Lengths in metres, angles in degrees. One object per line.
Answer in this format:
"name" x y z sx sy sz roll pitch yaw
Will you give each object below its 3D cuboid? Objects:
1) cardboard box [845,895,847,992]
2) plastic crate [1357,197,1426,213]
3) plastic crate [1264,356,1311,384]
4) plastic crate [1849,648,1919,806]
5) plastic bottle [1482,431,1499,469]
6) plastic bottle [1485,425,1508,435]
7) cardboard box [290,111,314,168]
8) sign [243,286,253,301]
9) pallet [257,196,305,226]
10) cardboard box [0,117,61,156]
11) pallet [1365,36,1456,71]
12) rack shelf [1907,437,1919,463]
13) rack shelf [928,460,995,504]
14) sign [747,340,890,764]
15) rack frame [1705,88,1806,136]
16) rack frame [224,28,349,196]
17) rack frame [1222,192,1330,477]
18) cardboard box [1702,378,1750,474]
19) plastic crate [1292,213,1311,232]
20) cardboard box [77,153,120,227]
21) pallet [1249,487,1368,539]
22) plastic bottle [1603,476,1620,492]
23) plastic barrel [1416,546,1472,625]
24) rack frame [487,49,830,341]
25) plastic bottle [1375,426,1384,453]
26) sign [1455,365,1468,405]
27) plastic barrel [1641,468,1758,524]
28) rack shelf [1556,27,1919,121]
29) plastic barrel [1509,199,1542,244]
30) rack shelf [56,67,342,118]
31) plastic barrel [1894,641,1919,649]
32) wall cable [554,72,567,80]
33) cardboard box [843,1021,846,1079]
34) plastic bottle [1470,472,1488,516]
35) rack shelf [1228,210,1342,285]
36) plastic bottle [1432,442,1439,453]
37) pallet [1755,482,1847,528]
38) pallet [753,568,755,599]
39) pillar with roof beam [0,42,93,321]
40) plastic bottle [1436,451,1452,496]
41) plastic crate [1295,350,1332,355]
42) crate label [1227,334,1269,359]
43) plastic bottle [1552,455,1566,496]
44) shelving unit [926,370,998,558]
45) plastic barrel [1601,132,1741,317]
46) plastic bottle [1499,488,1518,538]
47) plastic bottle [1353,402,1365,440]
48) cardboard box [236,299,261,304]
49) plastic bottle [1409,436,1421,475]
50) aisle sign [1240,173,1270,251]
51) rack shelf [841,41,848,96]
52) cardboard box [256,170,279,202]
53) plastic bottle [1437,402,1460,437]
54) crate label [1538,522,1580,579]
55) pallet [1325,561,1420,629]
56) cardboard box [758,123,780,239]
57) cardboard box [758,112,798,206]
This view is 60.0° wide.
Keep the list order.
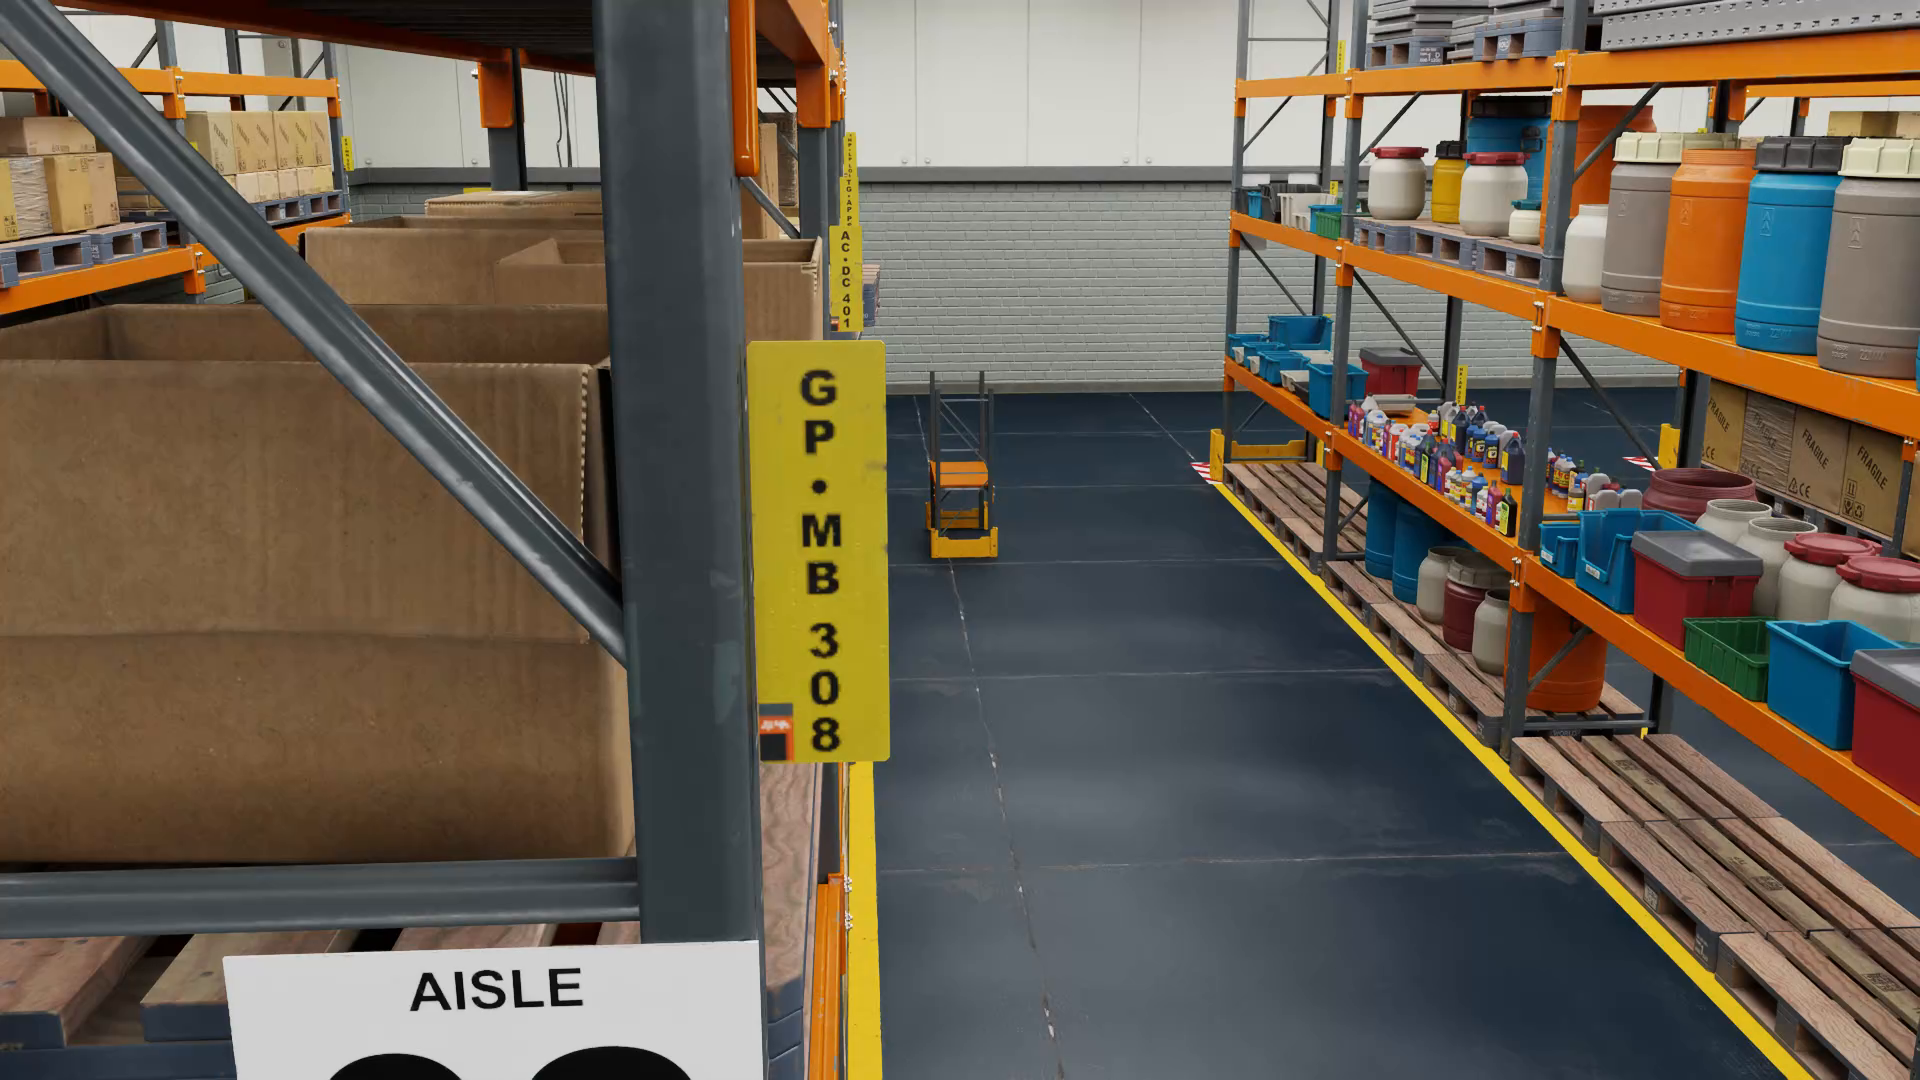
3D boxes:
"cardboard box" -0.709 1.566 6.695 0.500 0.311 0.500 -1 14 -4
"plastic crate" 3.739 -2.828 14.462 0.497 0.269 0.590 -1 14 -3
"plastic crate" 3.081 -1.599 15.661 0.416 0.233 0.300 -1 14 -3
"plastic crate" 3.702 0.718 6.312 0.402 0.464 0.583 -1 14 -3
"plastic bottle" 3.842 -0.656 12.037 0.097 0.271 0.097 0 14 0
"plastic bottle" 3.951 -0.722 12.286 0.152 0.276 0.135 -1 14 -3
"cardboard box" -6.256 -3.659 15.186 0.500 0.500 0.500 0 14 -2
"sign" -7.148 -2.417 16.730 0.100 0.325 0.005 -1 14 -3
"pallet" -6.459 -2.888 14.614 1.003 0.211 1.213 -1 14 -3
"cardboard box" -6.373 -2.692 11.083 0.500 0.250 0.500 -1 14 -5
"pallet" 3.624 -3.540 12.131 1.003 0.211 1.213 -1 14 -3
"rack shelf" 8.609 -0.356 12.056 1.077 0.370 4.000 -1 14 -3
"rack shelf" 0.005 -0.531 15.025 0.538 0.185 1.000 -1 14 -3
"sign" -0.104 0.013 1.245 0.100 0.325 0.005 -1 14 -3
"rack frame" 8.238 -5.102 17.019 1.000 3.000 0.127 -1 14 -3
"rack frame" -6.594 -4.872 16.127 1.000 3.000 0.127 -1 14 -3
"rack frame" 3.294 -2.120 17.469 1.000 3.000 0.127 -1 14 -3
"cardboard box" 8.357 -1.213 17.365 0.875 0.875 0.875 -1 14 -3
"plastic crate" 3.083 -2.760 14.468 0.293 0.136 0.466 -1 14 -3
"cardboard box" -6.401 -2.466 11.710 0.700 0.500 0.500 -2 15 -6
"pallet" 3.379 -0.261 15.841 1.003 0.211 1.213 -1 14 -3
"plastic bottle" 4.111 -0.269 10.509 0.061 0.283 0.133 -1 14 -3
"plastic barrel" 3.548 0.330 12.098 0.421 0.512 0.421 0 14 0
"rack frame" -0.906 -1.965 4.829 1.000 3.000 0.127 -1 14 -3
"plastic bottle" 3.199 -0.763 12.596 0.097 0.201 0.097 0 14 0
"sign" 4.091 -1.267 13.600 0.100 0.325 0.005 -1 14 -3
"plastic barrel" 4.121 -0.085 9.289 0.600 0.536 0.708 -1 14 -3
"rack shelf" 3.914 -1.996 7.195 1.077 0.370 4.000 -1 14 -3
"plastic barrel" 3.577 -1.984 10.355 0.301 0.262 0.301 0 14 0
"rack shelf" -6.470 -3.833 14.334 1.077 0.370 4.000 -1 14 -3
"plastic barrel" 4.109 0.600 7.176 0.301 0.262 0.301 0 14 0
"wall cable" -3.887 -7.268 21.536 3.097 2.526 0.112 -1 14 -3
"cardboard box" -0.684 1.964 6.271 0.500 0.250 0.500 -1 14 -5
"plastic bottle" 3.324 -0.297 10.642 0.097 0.271 0.097 0 14 0
"rack shelf" 3.418 -2.727 15.252 1.077 0.370 4.000 -1 14 -3
"plastic bottle" 3.309 -0.532 11.532 0.061 0.283 0.133 -1 14 -3
"pallet" 8.438 -0.345 16.169 1.003 0.211 1.213 -1 14 -3
"pallet" -0.755 0.045 3.214 1.003 0.211 1.213 -1 14 -3
"pillar with roof beam" -2.956 -4.105 13.144 9.100 9.000 0.400 -1 14 -3
"plastic bottle" 3.268 -0.452 11.221 0.061 0.283 0.133 -1 14 -3
"plastic crate" 3.526 -1.821 16.717 0.396 0.136 0.243 -1 14 -3
"crate label" 2.981 -2.001 17.224 0.416 0.233 0.303 -1 14 -3
"plastic bottle" 4.049 -0.440 11.197 0.097 0.271 0.097 0 14 0
"shelving unit" 0.005 -0.707 14.989 0.587 1.500 1.083 -1 14 -3
"plastic barrel" 3.624 -1.618 8.493 0.600 0.901 0.600 0 14 0
"plastic bottle" 3.339 -0.168 10.116 0.061 0.283 0.133 -1 14 -3
"plastic bottle" 3.147 -0.938 13.108 0.061 0.283 0.133 -1 14 -3
"cardboard box" -6.552 -1.985 16.345 0.980 0.700 0.700 0 14 -1
"plastic bottle" 3.248 -0.600 11.822 0.097 0.271 0.097 0 14 0
"aisle sign" 2.993 -3.392 17.197 0.394 0.787 0.004 -1 14 -3
"rack shelf" -1.526 -4.102 14.585 1.077 0.370 4.000 -1 14 -3
"cardboard box" -6.182 -3.034 14.261 0.500 0.250 0.500 -1 14 -5
"plastic bottle" 3.889 -0.972 13.257 0.152 0.276 0.135 -1 14 -3
"crate label" 3.442 0.061 9.328 0.303 0.233 0.416 -1 14 -3
"pallet" 3.548 0.418 13.202 1.003 0.211 1.213 -1 14 -3
"cardboard box" -0.964 -1.302 6.223 0.500 0.500 0.500 1 14 2
"cardboard box" -1.175 -2.149 9.354 0.500 0.500 0.500 -1 14 -3
